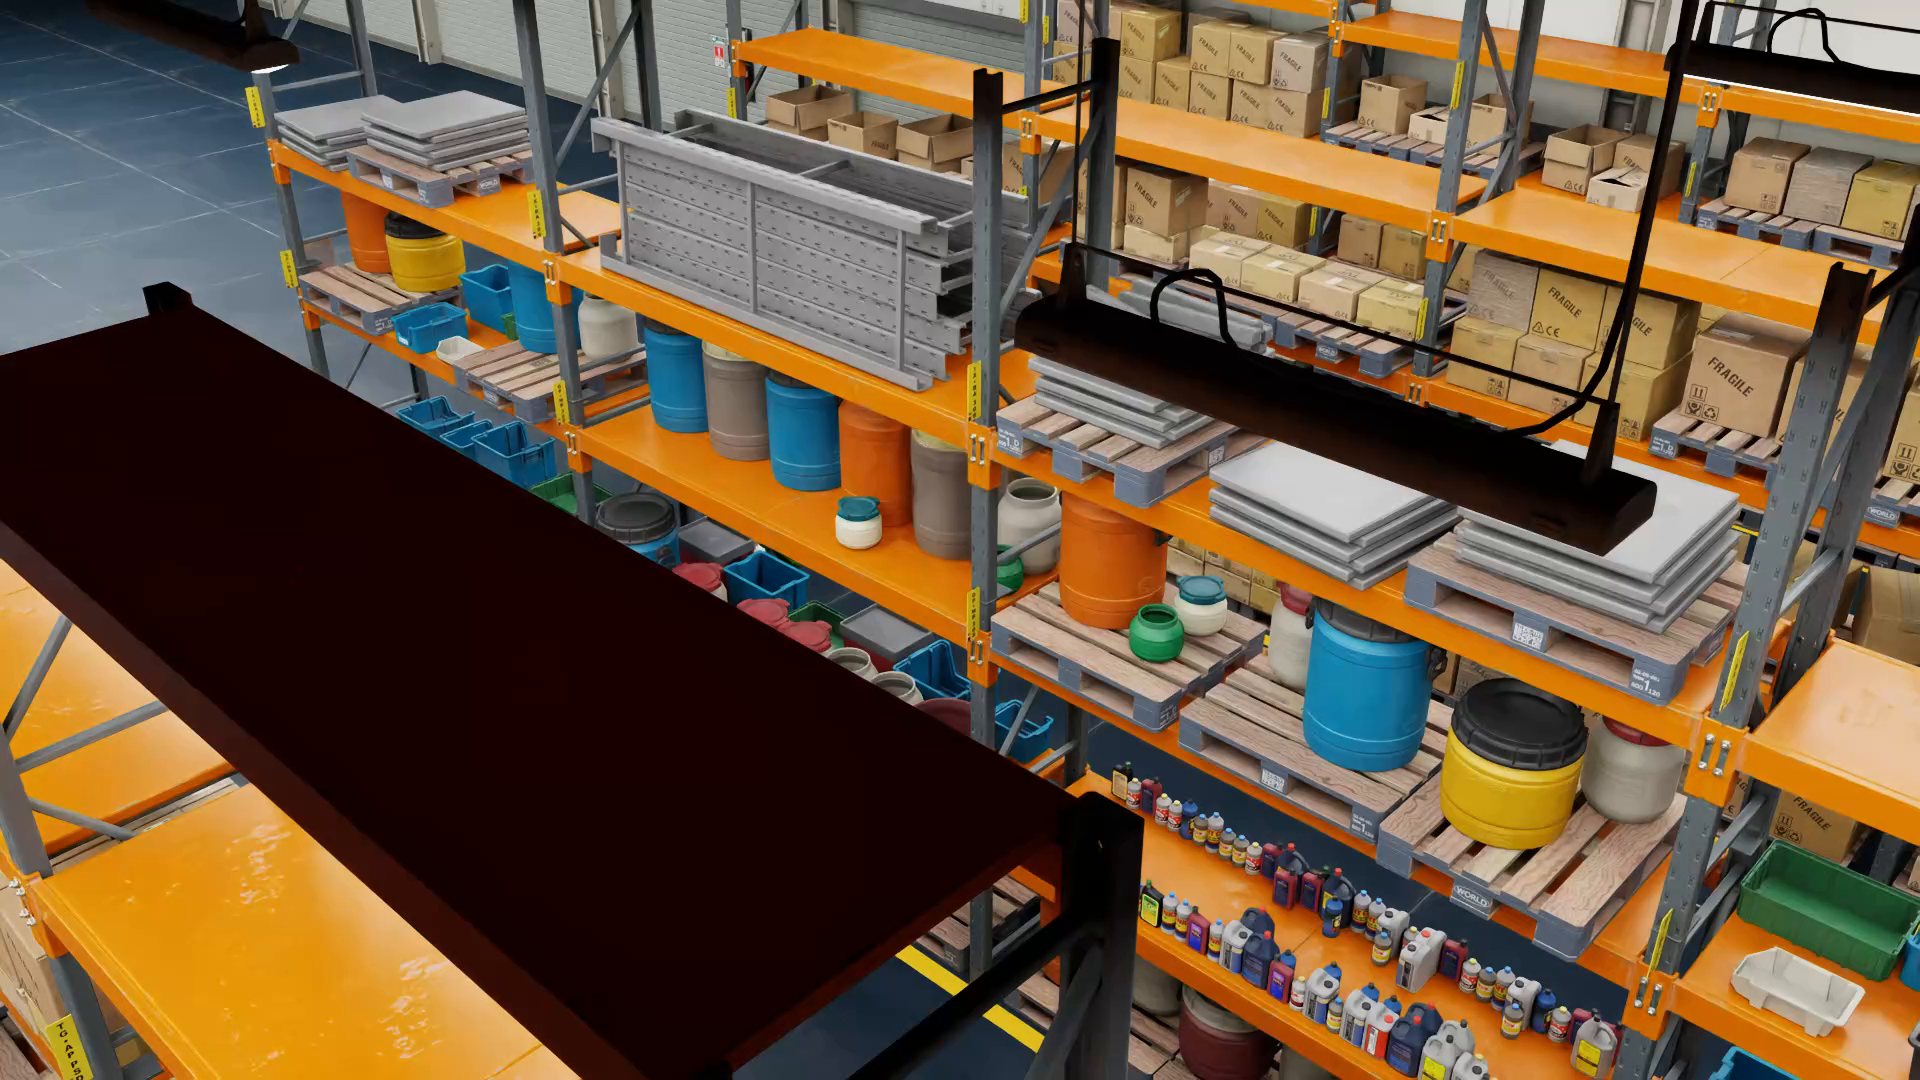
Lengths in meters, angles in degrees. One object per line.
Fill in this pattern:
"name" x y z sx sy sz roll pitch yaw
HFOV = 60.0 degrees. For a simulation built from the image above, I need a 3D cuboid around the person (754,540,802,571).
"person" -1.705 -0.043 14.516 0.543 1.808 0.587 16 33 26
